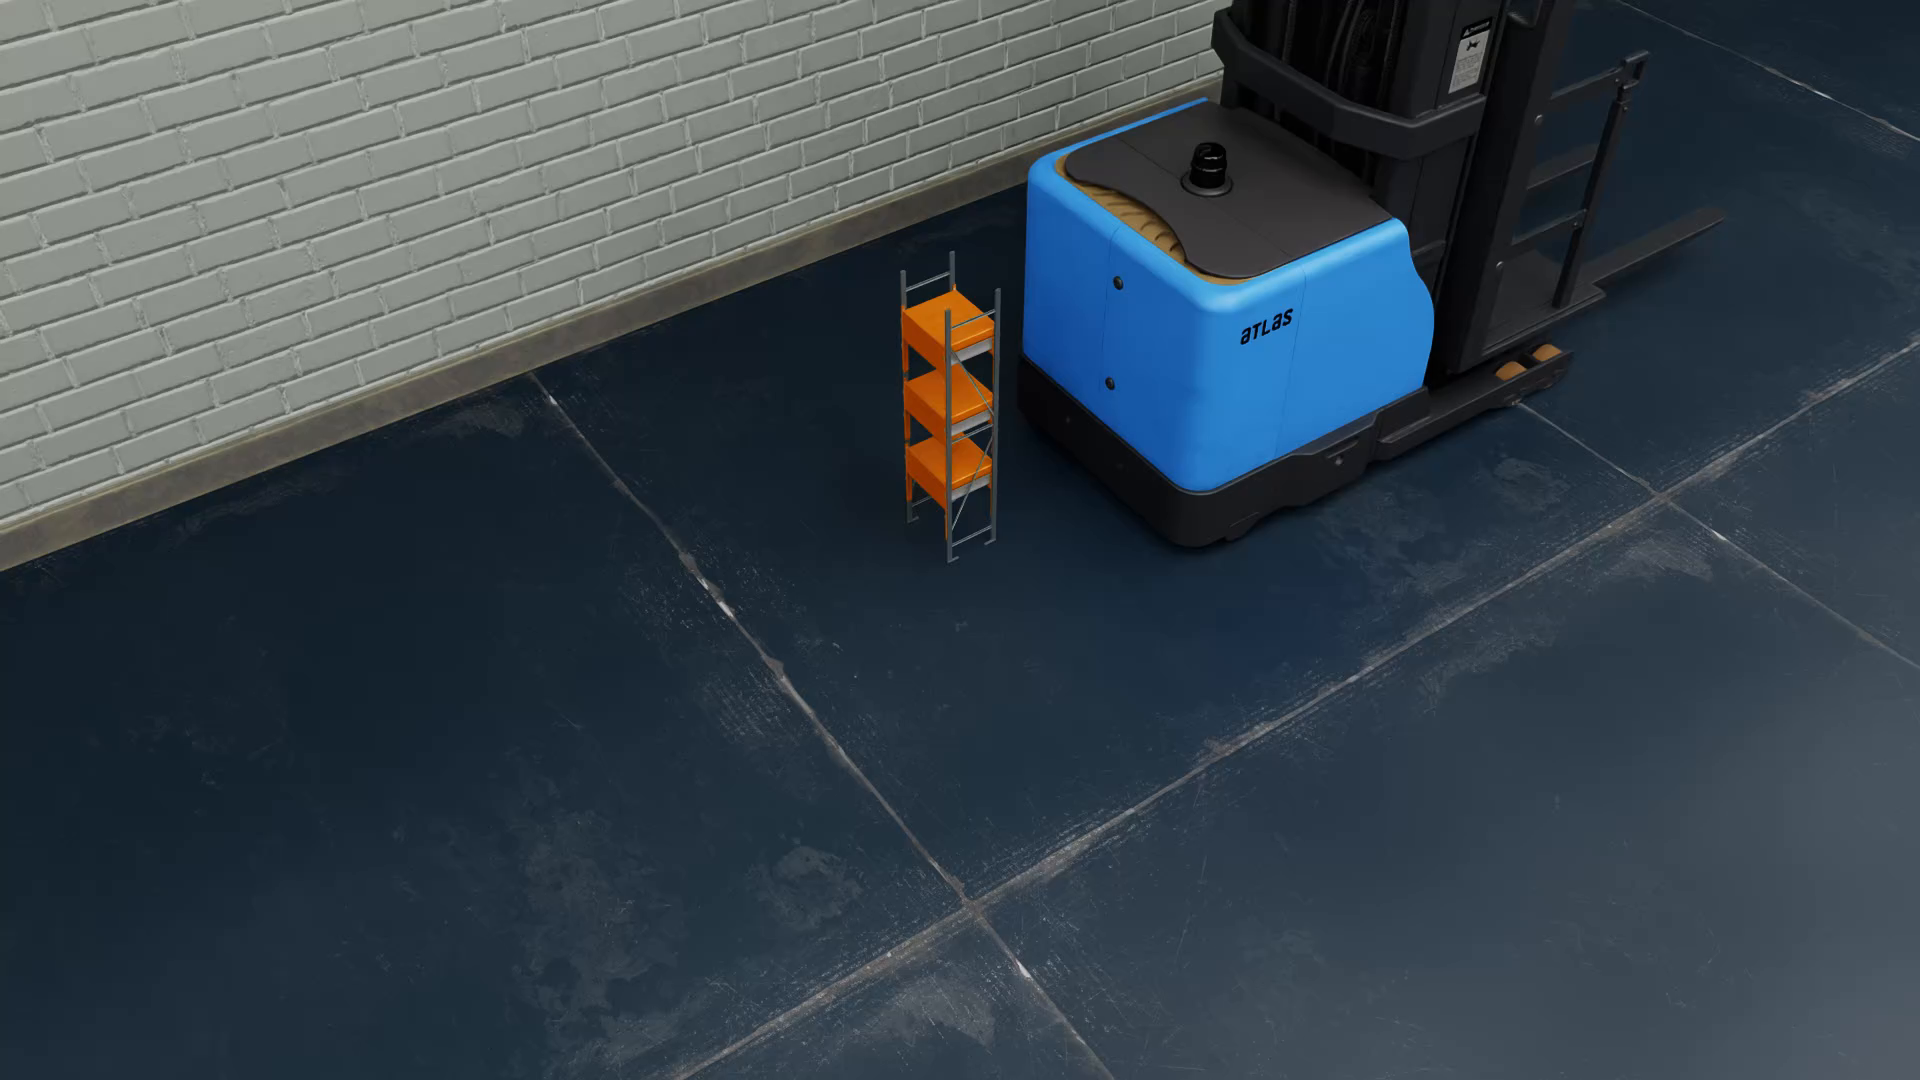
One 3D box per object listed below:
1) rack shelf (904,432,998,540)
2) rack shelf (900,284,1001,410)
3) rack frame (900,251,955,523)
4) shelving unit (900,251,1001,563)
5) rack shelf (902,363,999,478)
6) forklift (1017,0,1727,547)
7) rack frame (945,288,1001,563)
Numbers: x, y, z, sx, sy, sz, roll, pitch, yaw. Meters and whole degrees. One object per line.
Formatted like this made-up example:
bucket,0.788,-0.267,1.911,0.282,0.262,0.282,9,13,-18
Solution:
rack shelf,-0.031,-0.201,5.618,0.215,0.259,0.240,-26,49,-24
rack shelf,-0.031,-0.608,5.231,0.215,0.259,0.240,-26,49,-24
rack frame,-0.100,-0.479,5.492,0.200,1.050,0.008,-26,49,-24
shelving unit,-0.031,-0.410,5.419,0.215,1.050,0.252,-26,49,-24
rack shelf,-0.031,-0.402,5.427,0.215,0.259,0.240,-26,49,-24
forklift,1.717,-1.842,5.557,3.031,2.935,1.130,-25,49,-24
rack frame,0.039,-0.341,5.347,0.200,1.050,0.008,-26,49,-24
